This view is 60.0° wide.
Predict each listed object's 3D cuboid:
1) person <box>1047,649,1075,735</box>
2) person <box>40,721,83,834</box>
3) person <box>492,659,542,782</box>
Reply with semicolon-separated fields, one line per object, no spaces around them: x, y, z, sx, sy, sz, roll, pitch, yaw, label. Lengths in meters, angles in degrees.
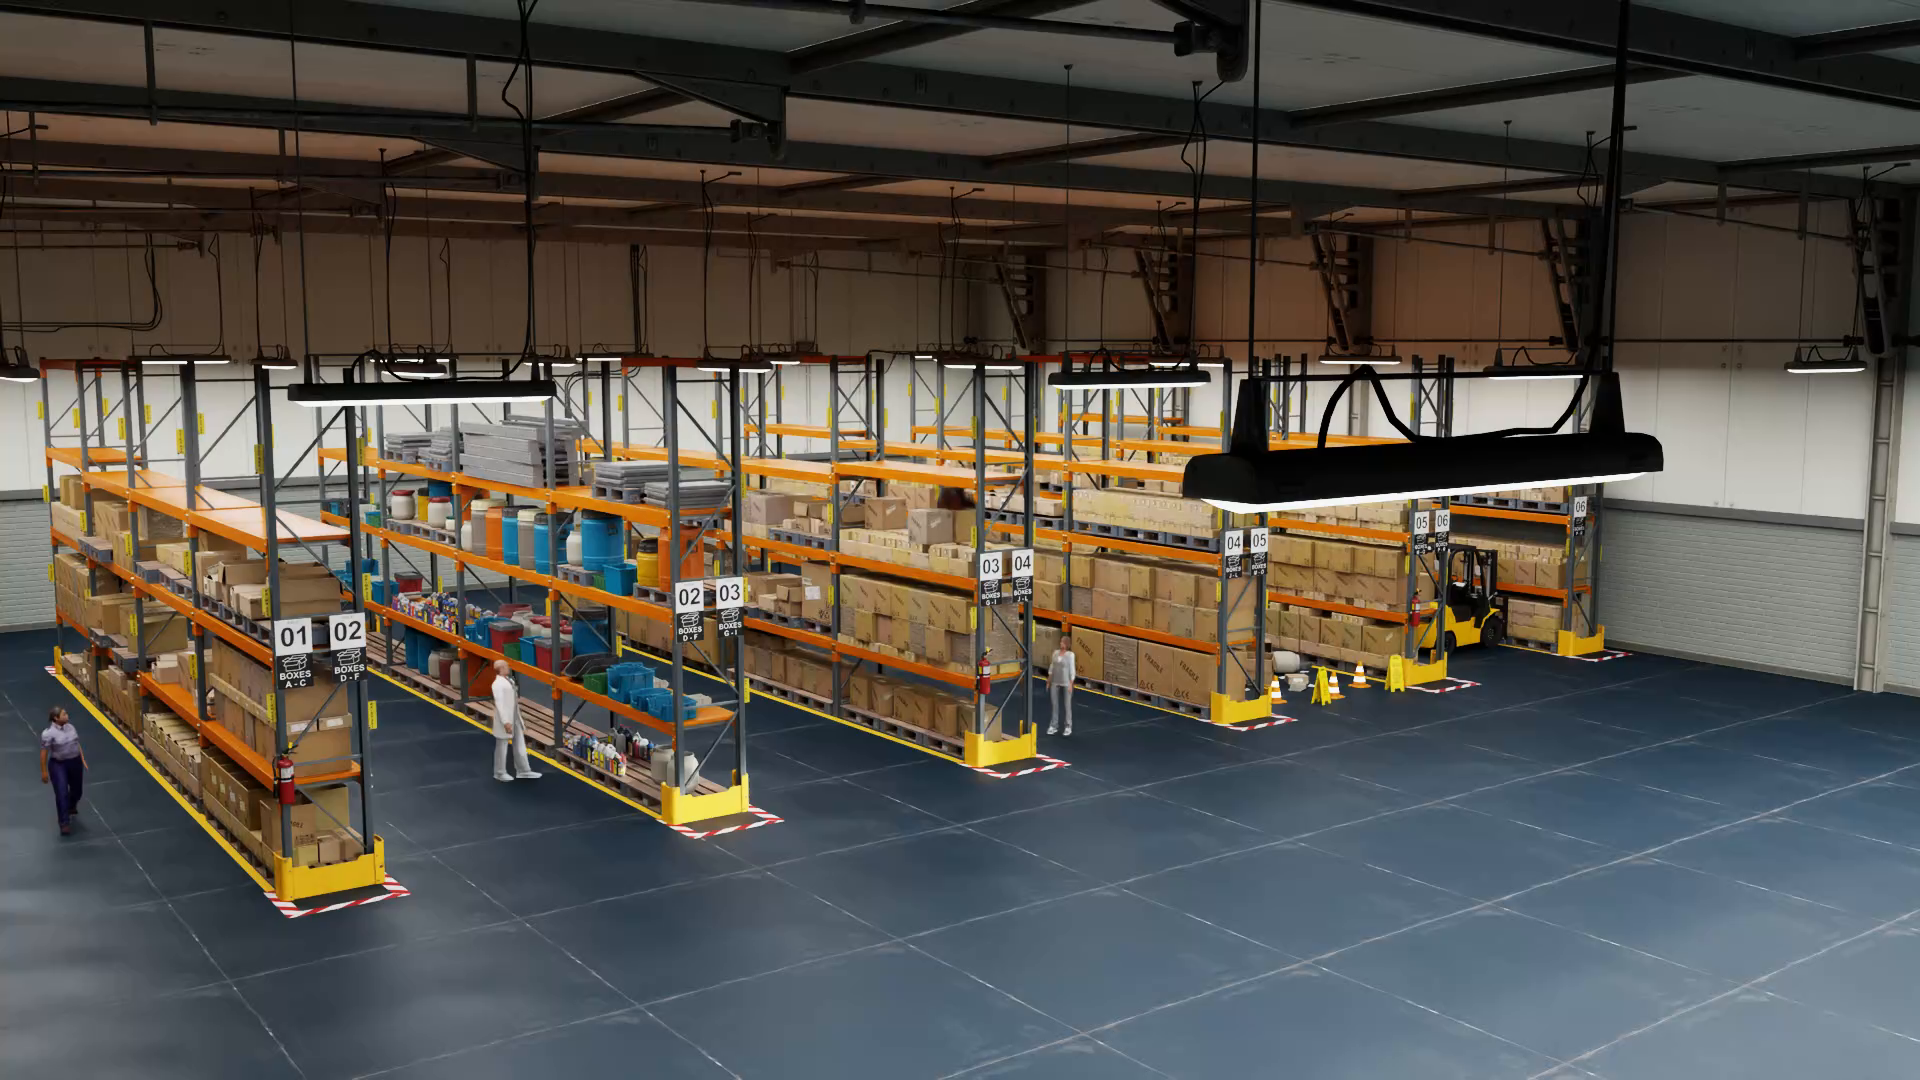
1.629;2.447;26.715;0.453;1.362;0.313;2;7;15;person
-11.691;3.041;21.641;0.494;1.399;0.952;-6;9;-41;person
-6.437;2.594;23.913;0.660;1.779;0.594;2;7;20;person
